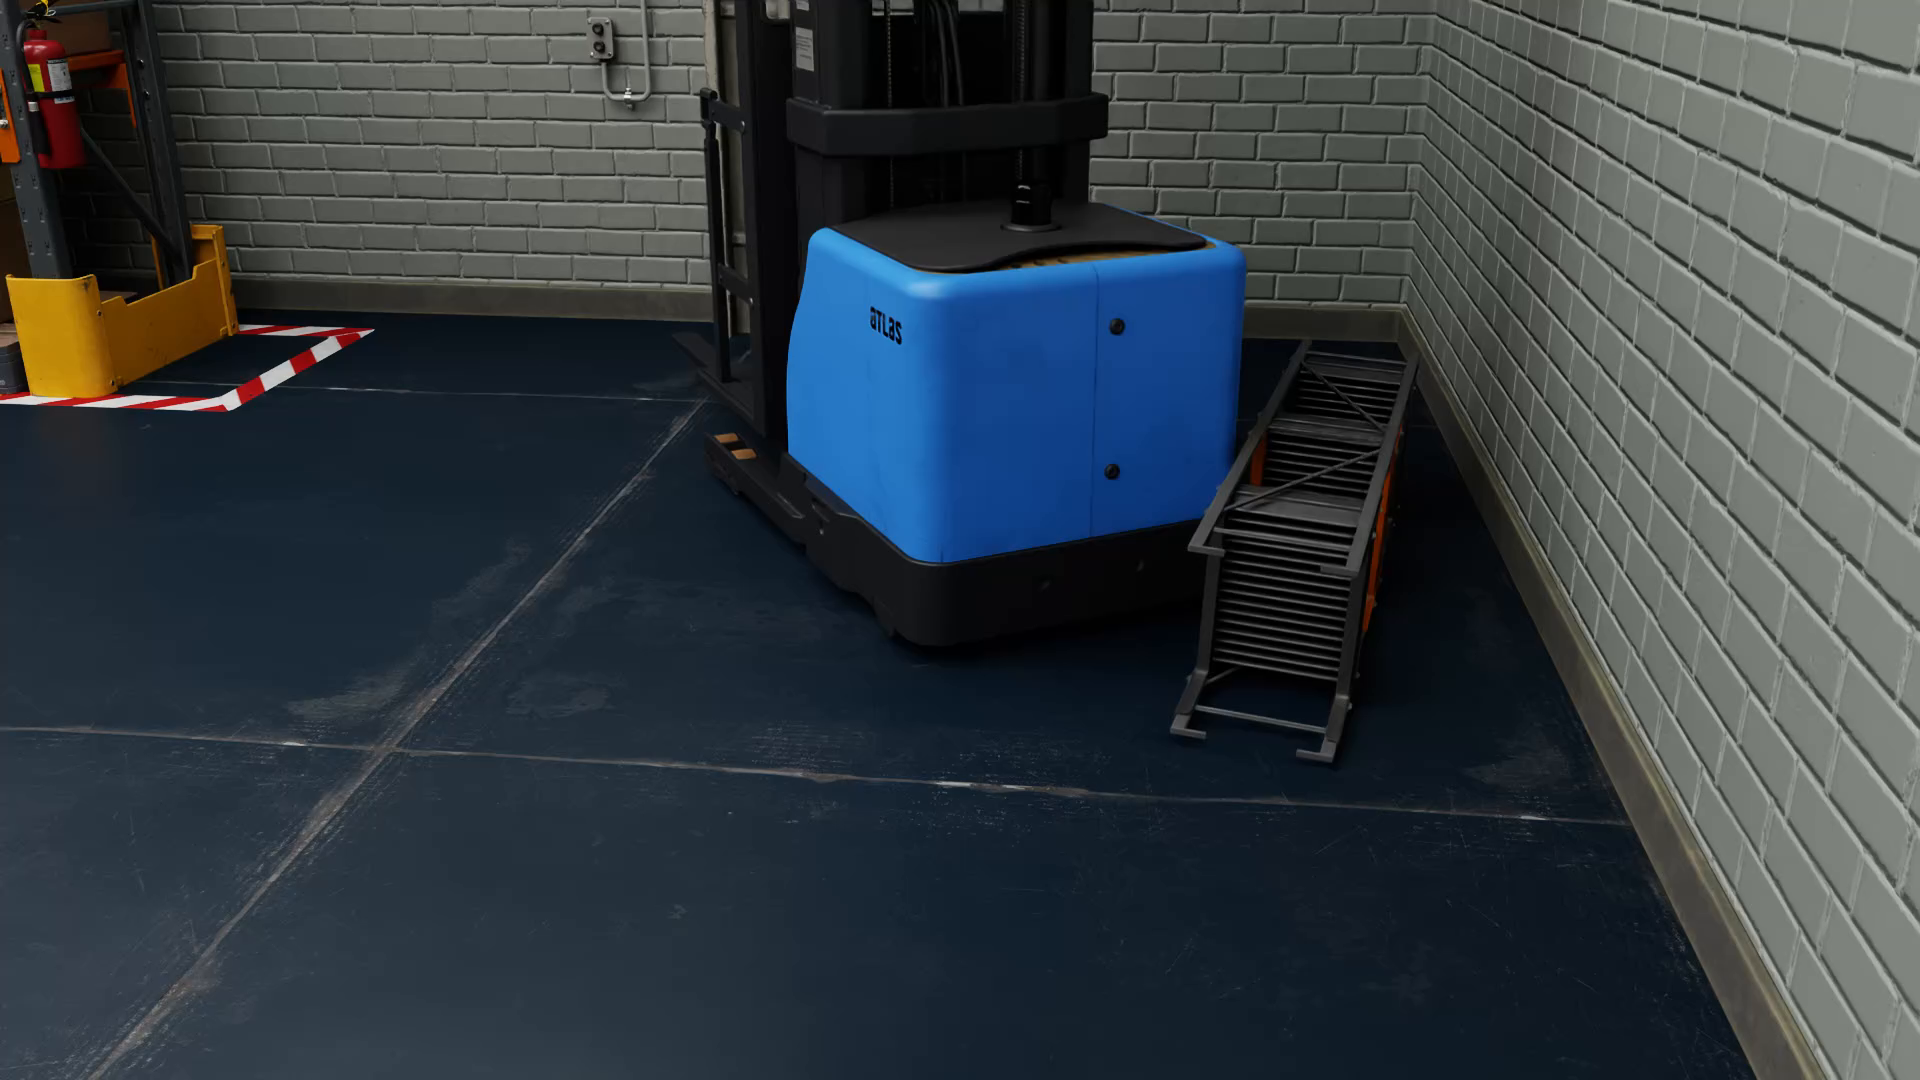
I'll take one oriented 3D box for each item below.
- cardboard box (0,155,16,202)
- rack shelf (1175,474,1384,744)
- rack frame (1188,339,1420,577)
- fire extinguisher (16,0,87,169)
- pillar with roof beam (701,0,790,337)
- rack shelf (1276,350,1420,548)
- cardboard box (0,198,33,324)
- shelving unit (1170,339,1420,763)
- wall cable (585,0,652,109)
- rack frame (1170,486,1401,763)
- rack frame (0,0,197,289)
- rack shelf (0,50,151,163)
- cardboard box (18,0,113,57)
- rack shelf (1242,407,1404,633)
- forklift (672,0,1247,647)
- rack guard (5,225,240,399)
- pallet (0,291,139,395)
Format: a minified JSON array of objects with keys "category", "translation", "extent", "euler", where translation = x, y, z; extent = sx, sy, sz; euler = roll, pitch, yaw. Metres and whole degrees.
[{"category":"cardboard box","translation":[-4.265,-1.600,7.353],"extent":[0.250,0.149,0.380],"euler":[3,22,7]},{"category":"rack shelf","translation":[0.826,0.161,4.280],"extent":[0.431,0.480,0.518],"euler":[9,23,16]},{"category":"rack frame","translation":[1.059,-0.308,4.823],"extent":[0.400,0.015,2.100],"euler":[9,23,16]},{"category":"fire extinguisher","translation":[-3.610,-1.819,6.574],"extent":[0.183,0.674,0.296],"euler":[2,22,6]},{"category":"pillar with roof beam","translation":[-1.429,-3.621,2.359],"extent":[0.400,9.000,9.100],"euler":[2,22,6]},{"category":"rack shelf","translation":[1.264,-0.315,5.522],"extent":[0.431,0.480,0.518],"euler":[9,23,16]},{"category":"cardboard box","translation":[-4.413,-1.230,7.301],"extent":[0.500,0.500,0.700],"euler":[2,22,6]},{"category":"shelving unit","translation":[1.049,-0.082,4.913],"extent":[0.431,0.503,2.100],"euler":[9,23,16]},{"category":"wall cable","translation":[-2.323,-2.966,7.481],"extent":[1.851,1.984,0.084],"euler":[2,22,6]},{"category":"rack frame","translation":[1.040,0.145,5.003],"extent":[0.400,0.015,2.100],"euler":[9,23,16]},{"category":"rack frame","translation":[-3.706,-2.204,6.934],"extent":[0.127,3.000,1.000],"euler":[2,22,6]},{"category":"rack shelf","translation":[-5.692,-1.956,7.285],"extent":[4.000,0.370,1.077],"euler":[2,22,6]},{"category":"cardboard box","translation":[-4.213,-2.362,6.926],"extent":[0.700,0.700,0.980],"euler":[3,22,9]},{"category":"rack shelf","translation":[1.045,-0.077,4.901],"extent":[0.431,0.480,0.518],"euler":[9,23,16]},{"category":"forklift","translation":[-0.274,-1.579,5.447],"extent":[1.130,2.935,3.031],"euler":[-10,24,-23]},{"category":"rack guard","translation":[-3.682,-1.040,7.391],"extent":[0.348,0.500,1.175],"euler":[2,22,6]},{"category":"pallet","translation":[-4.509,-0.913,7.462],"extent":[1.213,0.211,1.003],"euler":[2,22,6]}]
